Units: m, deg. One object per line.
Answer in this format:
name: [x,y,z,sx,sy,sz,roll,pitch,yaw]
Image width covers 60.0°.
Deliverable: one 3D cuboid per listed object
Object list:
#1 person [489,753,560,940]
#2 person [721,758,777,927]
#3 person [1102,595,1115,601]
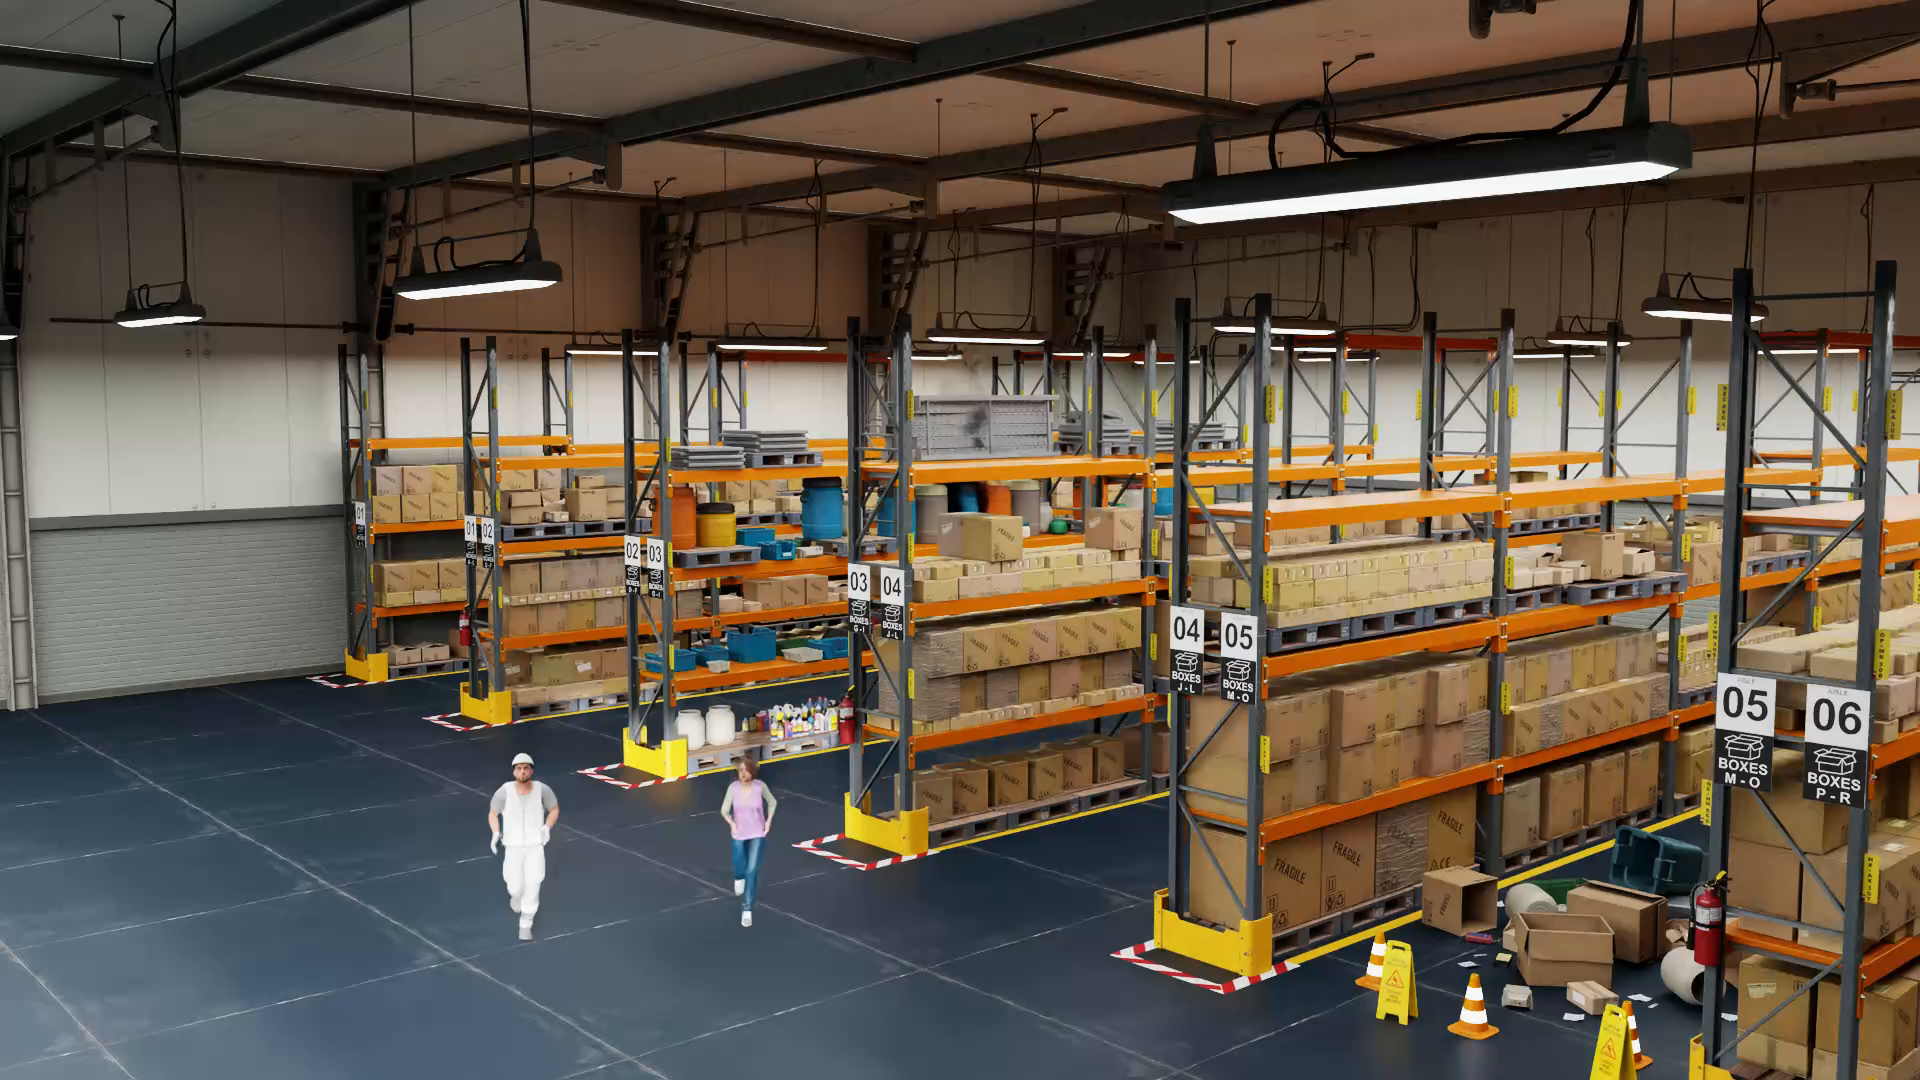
person: [-4.141,2.884,15.836,0.655,1.740,0.620,-1,5,-16]
person: [-2.078,2.924,16.397,0.547,1.594,0.781,0,5,-2]
person: [3.017,1.422,32.776,0.576,1.651,0.655,3,6,34]
